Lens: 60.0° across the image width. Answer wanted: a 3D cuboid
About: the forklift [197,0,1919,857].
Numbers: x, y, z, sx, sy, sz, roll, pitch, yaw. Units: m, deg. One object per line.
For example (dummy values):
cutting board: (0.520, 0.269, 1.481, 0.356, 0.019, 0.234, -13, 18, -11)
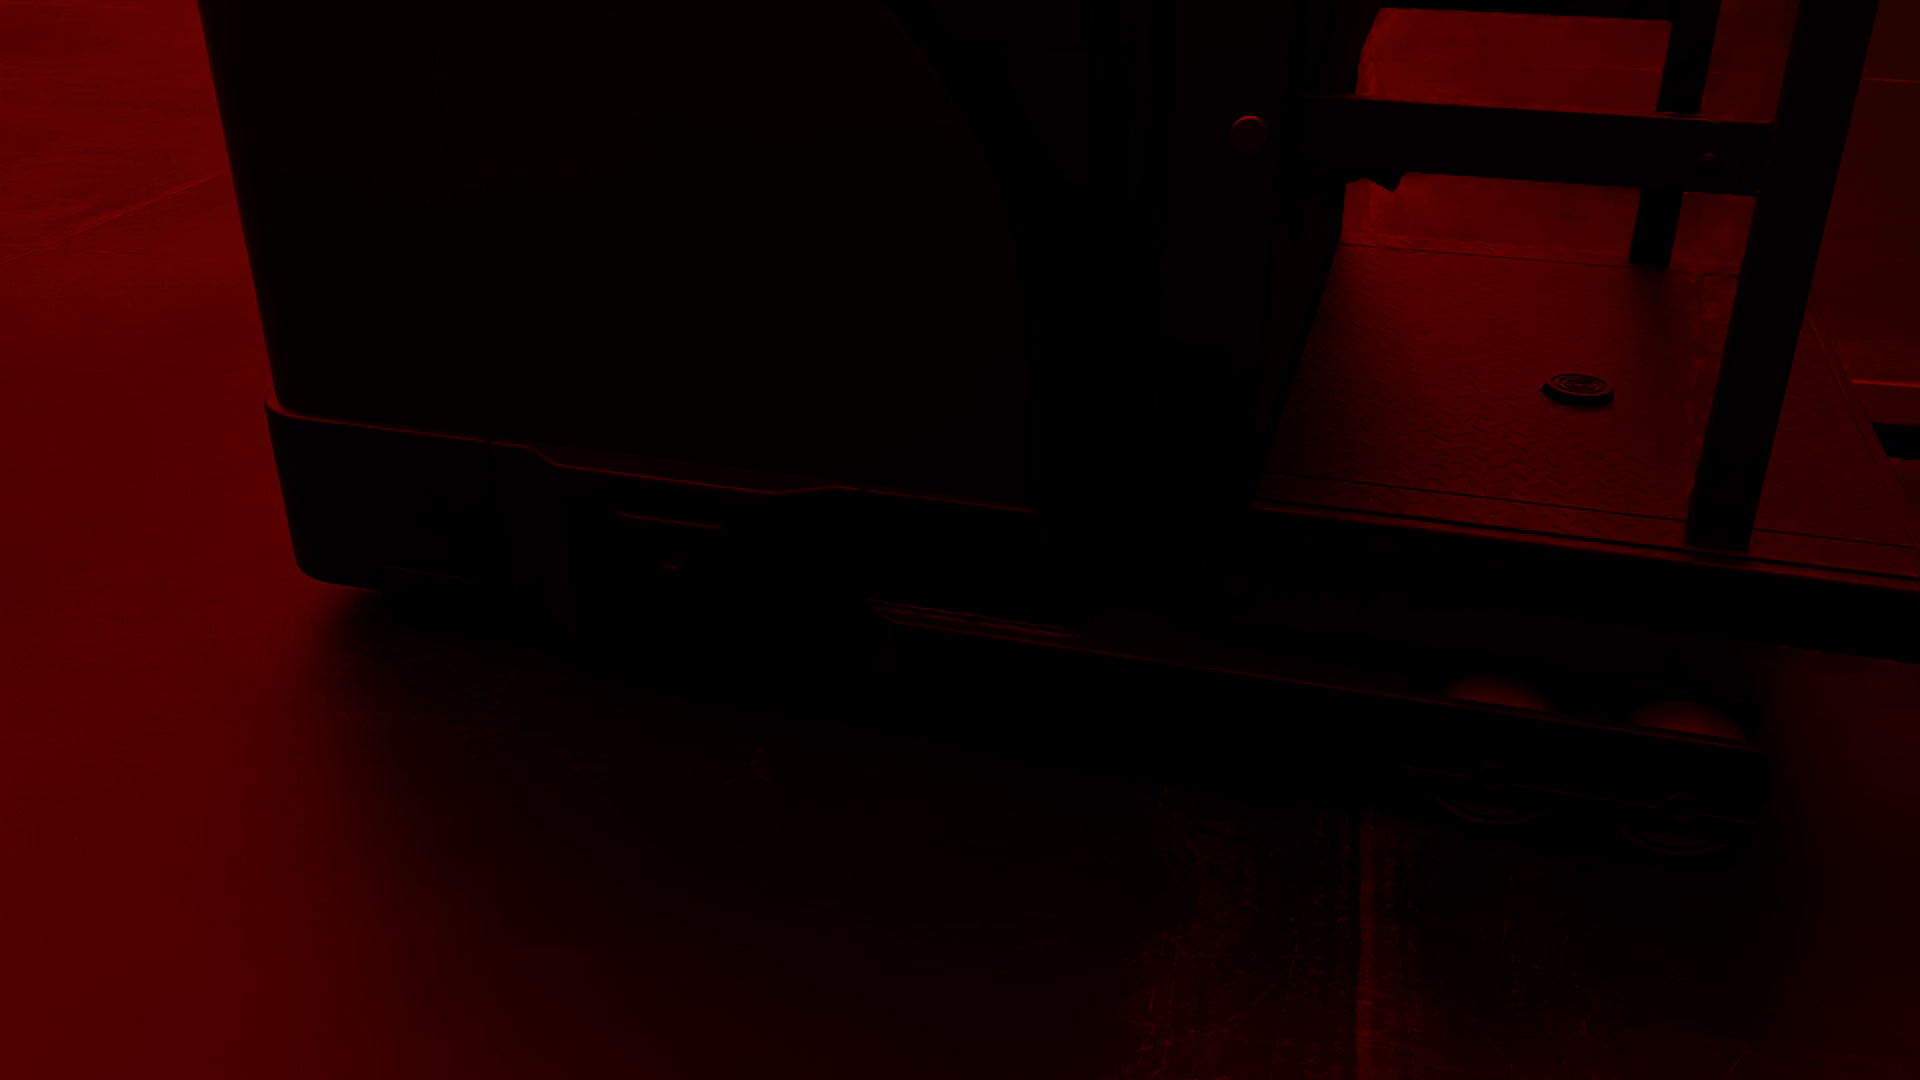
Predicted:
forklift: (0.657, -1.231, 1.687, 3.031, 2.935, 1.130, 8, 28, 15)
